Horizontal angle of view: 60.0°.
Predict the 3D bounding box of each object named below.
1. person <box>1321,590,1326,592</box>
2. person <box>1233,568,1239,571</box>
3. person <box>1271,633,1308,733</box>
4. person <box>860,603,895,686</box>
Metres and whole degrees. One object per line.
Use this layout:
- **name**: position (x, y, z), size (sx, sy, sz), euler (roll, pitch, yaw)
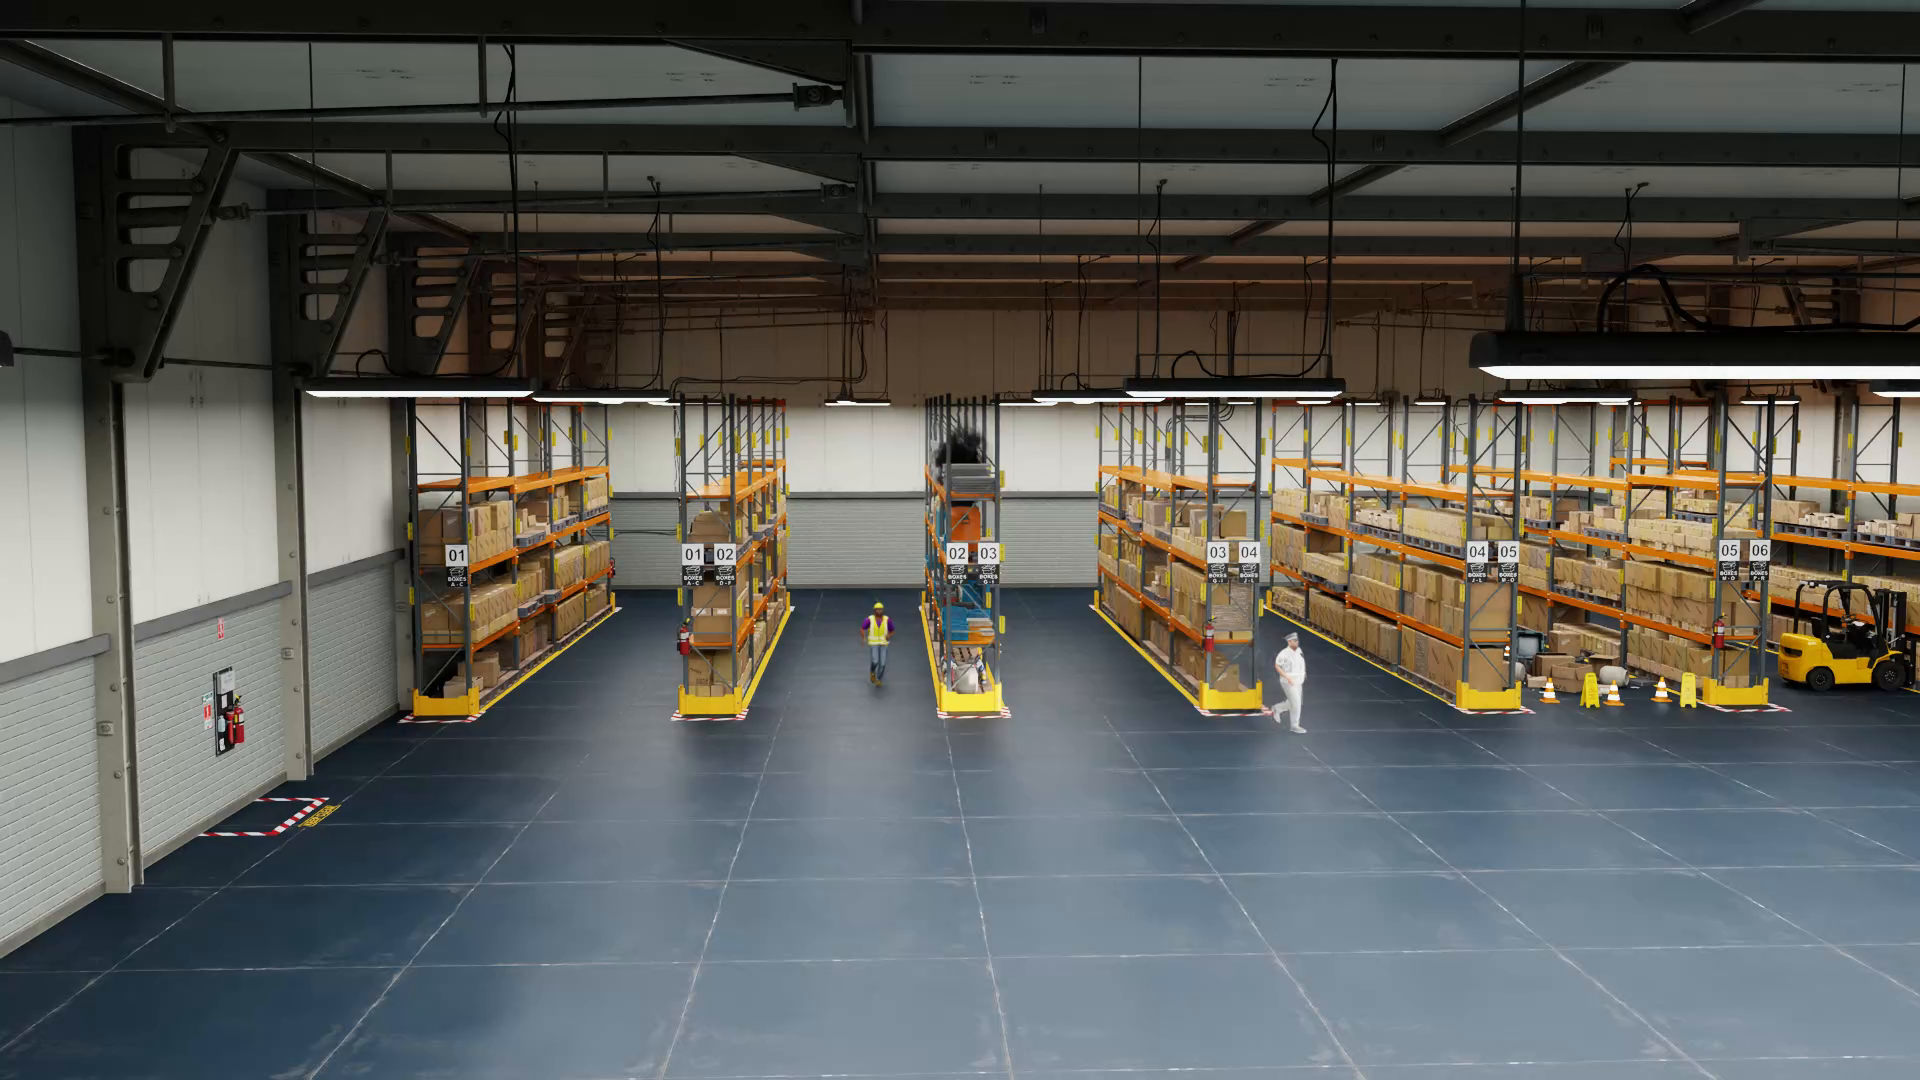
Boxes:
- **person**: position (10.945, 0.930, 49.118), size (0.900, 1.810, 0.678), euler (0, 5, -6)
- **person**: position (7.843, 1.225, 46.328), size (0.570, 1.697, 0.929), euler (-1, 5, -8)
- **person**: position (5.840, 2.504, 29.520), size (0.659, 1.774, 0.790), euler (-4, 6, -42)
- **person**: position (-1.675, 2.154, 34.181), size (0.690, 1.720, 0.597), euler (-1, 5, -11)
